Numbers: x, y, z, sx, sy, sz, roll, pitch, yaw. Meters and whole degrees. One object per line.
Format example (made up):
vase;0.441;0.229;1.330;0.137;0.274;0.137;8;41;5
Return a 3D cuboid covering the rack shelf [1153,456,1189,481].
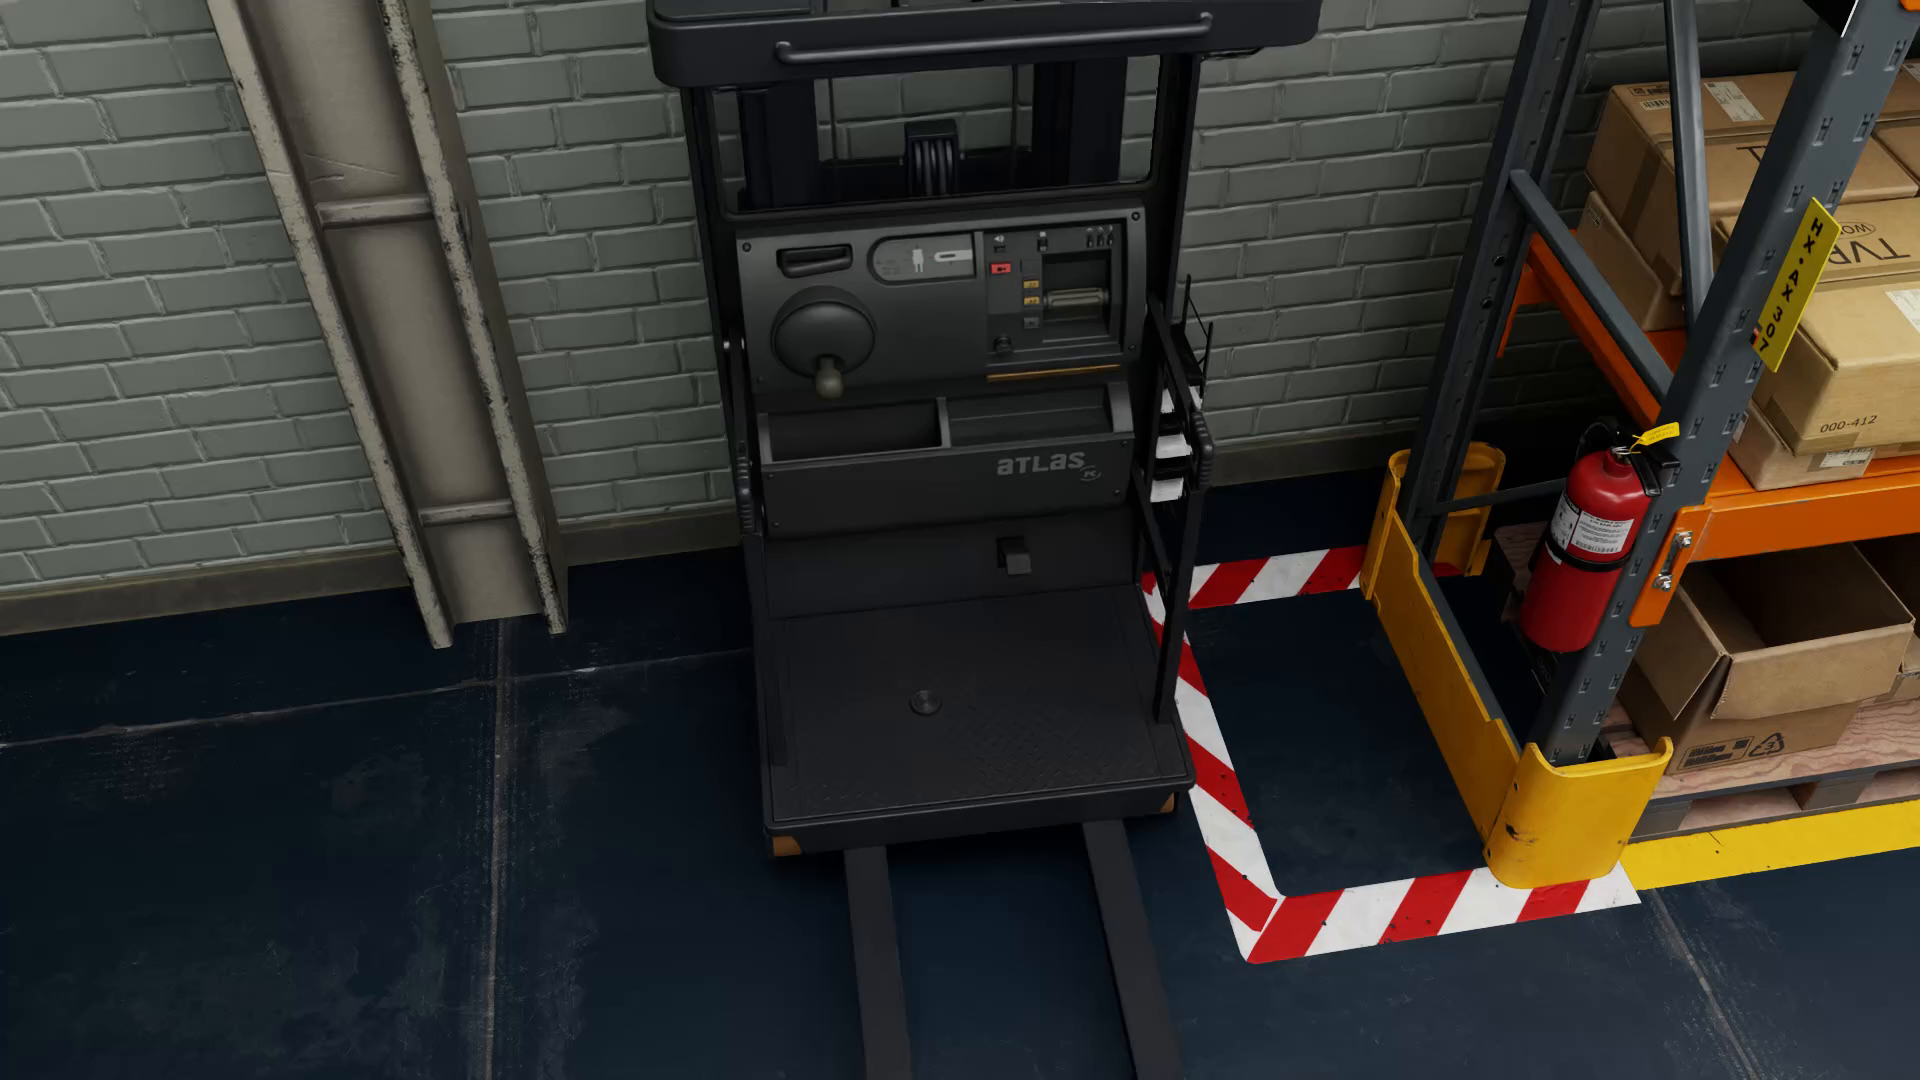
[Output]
rack shelf;0.572;-0.262;5.049;0.200;0.077;0.258;-8;47;-7

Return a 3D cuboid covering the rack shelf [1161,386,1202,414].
rack shelf;0.572;-0.450;4.855;0.200;0.077;0.258;-8;47;-7

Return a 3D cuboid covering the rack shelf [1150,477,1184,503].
rack shelf;0.572;-0.200;5.114;0.200;0.077;0.258;-8;47;-7

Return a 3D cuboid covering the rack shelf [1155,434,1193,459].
rack shelf;0.572;-0.325;4.984;0.200;0.077;0.258;-8;47;-7

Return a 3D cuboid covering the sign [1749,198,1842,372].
sign;1.505;-0.458;3.007;0.005;0.325;0.100;-7;46;-7

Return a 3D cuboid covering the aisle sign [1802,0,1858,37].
aisle sign;1.395;-1.228;2.545;0.004;0.787;0.394;-7;46;-7

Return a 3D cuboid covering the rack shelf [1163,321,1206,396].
rack shelf;0.572;-0.512;4.790;0.200;0.077;0.258;-8;47;-7

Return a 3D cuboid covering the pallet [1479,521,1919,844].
pallet;2.273;0.317;4.798;1.213;0.211;1.003;-7;46;-7

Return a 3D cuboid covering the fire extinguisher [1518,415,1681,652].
fire extinguisher;1.346;-0.040;3.519;0.183;0.674;0.296;-7;46;-7

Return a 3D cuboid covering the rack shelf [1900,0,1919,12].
rack shelf;3.383;-1.579;3.105;4.000;0.370;1.077;-7;46;-7

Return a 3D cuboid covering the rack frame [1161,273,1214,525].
rack frame;0.672;-0.361;4.973;0.006;0.900;0.240;-8;47;-7

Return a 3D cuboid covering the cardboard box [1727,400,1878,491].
cardboard box;1.783;-0.301;3.632;0.250;0.149;0.380;-7;47;-7

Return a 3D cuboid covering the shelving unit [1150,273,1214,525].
shelving unit;0.572;-0.348;4.960;0.210;0.900;0.258;-8;47;-7

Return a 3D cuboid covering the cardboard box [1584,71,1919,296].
cardboard box;1.820;-0.839;3.873;0.500;0.250;0.500;-6;46;-6

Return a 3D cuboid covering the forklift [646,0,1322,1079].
forklift;-0.003;-0.452;3.650;1.130;2.935;3.031;-6;46;-5

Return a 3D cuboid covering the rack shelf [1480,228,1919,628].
rack shelf;3.383;-0.539;4.186;4.000;0.370;1.077;-7;46;-7

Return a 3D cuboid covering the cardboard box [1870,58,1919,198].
cardboard box;2.329;-0.901;3.933;0.500;0.250;0.500;-7;46;-7

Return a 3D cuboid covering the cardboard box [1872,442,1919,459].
cardboard box;2.026;-0.365;3.693;0.250;0.149;0.380;-6;46;-6

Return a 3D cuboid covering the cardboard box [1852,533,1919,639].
cardboard box;2.880;0.094;4.521;0.500;0.500;0.700;-5;46;-5

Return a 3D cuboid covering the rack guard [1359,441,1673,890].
rack guard;1.487;0.315;4.599;0.348;0.500;1.175;-7;46;-7

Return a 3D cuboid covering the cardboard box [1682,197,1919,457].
cardboard box;1.905;-0.458;3.506;0.500;0.250;0.500;-7;46;-7

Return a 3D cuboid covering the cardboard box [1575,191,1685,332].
cardboard box;1.693;-0.687;4.003;0.250;0.149;0.380;-8;47;-7

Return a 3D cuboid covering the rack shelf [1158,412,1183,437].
rack shelf;0.572;-0.387;4.919;0.200;0.077;0.258;-8;47;-7

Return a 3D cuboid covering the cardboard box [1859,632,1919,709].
cardboard box;2.457;0.268;4.597;0.250;0.149;0.380;-9;47;-8

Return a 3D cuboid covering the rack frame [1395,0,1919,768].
rack frame;1.412;-0.543;3.690;0.127;3.000;1.000;-7;46;-7

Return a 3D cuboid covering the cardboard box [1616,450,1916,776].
cardboard box;2.031;0.170;4.445;0.637;0.503;0.797;-9;47;-8
